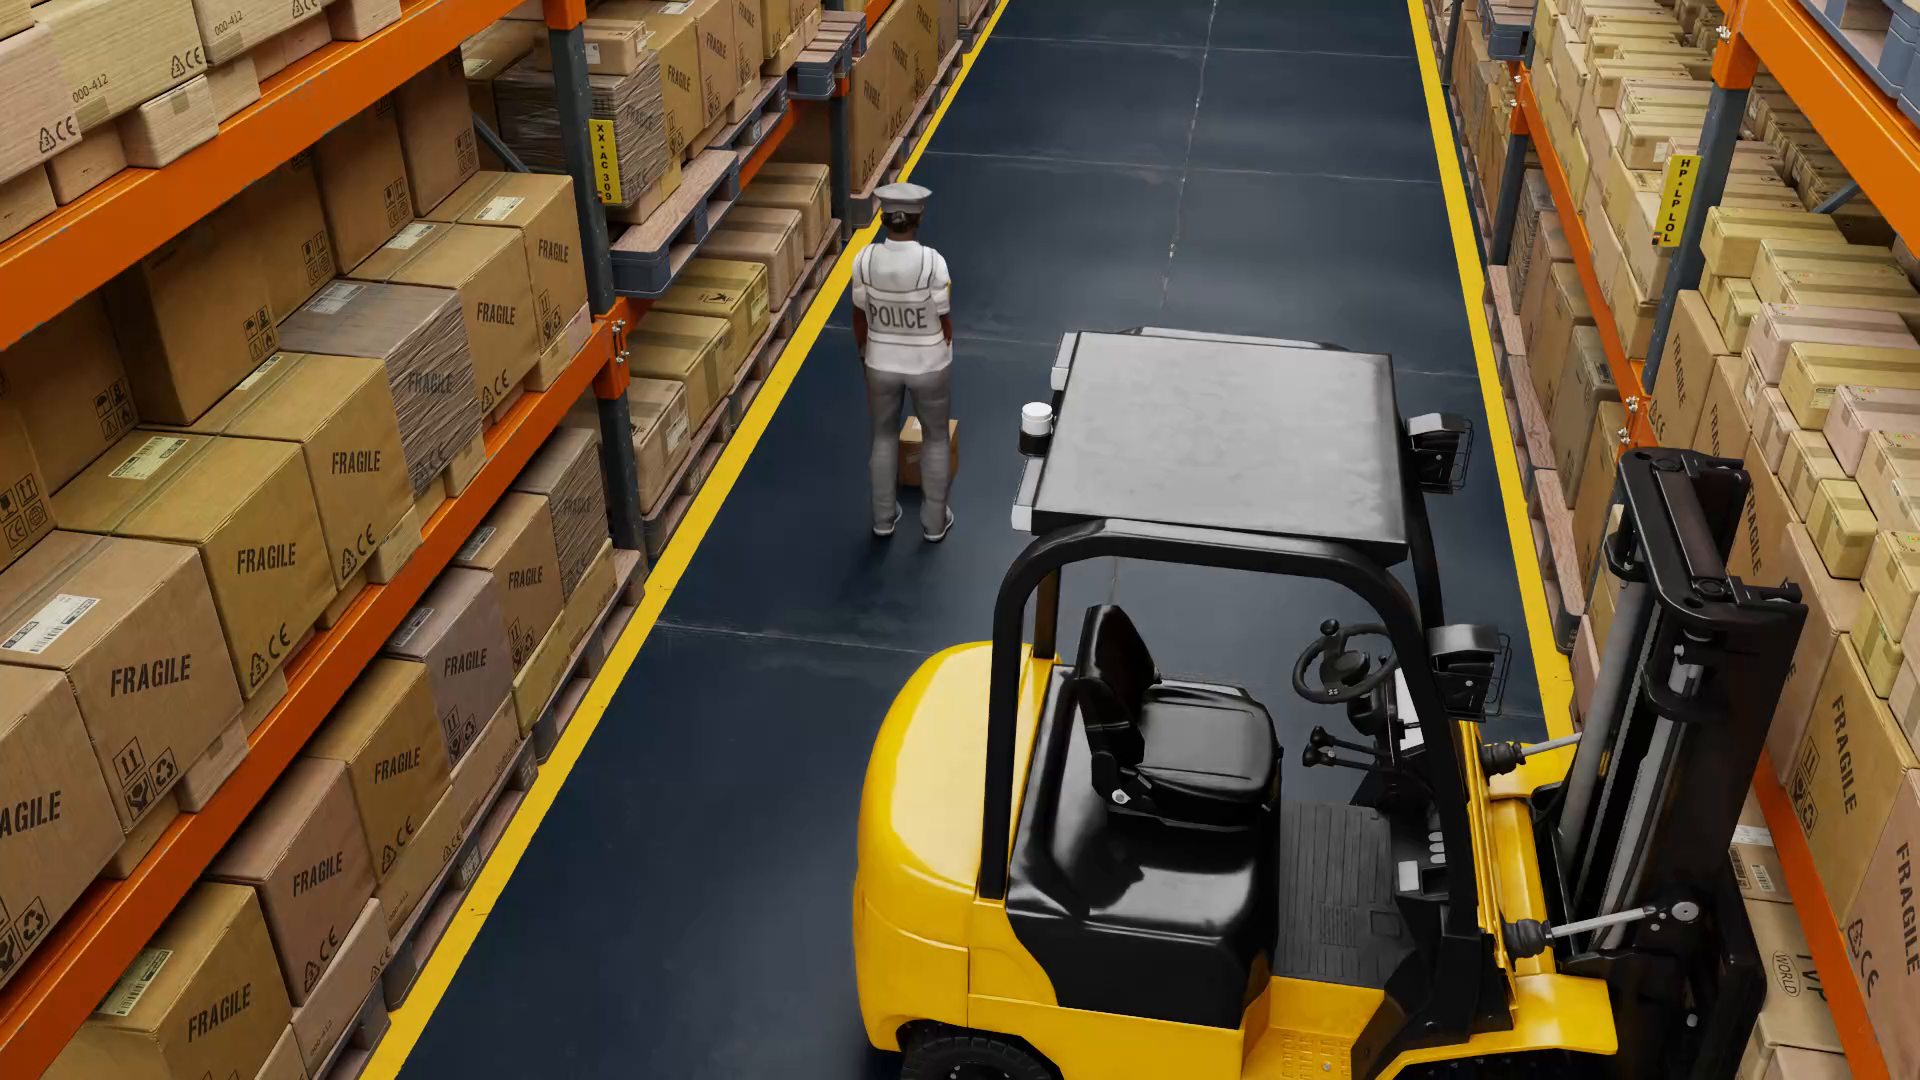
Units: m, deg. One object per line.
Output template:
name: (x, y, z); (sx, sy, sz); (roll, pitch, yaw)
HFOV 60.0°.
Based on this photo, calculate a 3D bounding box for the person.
person: (-0.249, -0.759, 7.347); (0.443, 1.652, 0.351); (6, 33, 9)
